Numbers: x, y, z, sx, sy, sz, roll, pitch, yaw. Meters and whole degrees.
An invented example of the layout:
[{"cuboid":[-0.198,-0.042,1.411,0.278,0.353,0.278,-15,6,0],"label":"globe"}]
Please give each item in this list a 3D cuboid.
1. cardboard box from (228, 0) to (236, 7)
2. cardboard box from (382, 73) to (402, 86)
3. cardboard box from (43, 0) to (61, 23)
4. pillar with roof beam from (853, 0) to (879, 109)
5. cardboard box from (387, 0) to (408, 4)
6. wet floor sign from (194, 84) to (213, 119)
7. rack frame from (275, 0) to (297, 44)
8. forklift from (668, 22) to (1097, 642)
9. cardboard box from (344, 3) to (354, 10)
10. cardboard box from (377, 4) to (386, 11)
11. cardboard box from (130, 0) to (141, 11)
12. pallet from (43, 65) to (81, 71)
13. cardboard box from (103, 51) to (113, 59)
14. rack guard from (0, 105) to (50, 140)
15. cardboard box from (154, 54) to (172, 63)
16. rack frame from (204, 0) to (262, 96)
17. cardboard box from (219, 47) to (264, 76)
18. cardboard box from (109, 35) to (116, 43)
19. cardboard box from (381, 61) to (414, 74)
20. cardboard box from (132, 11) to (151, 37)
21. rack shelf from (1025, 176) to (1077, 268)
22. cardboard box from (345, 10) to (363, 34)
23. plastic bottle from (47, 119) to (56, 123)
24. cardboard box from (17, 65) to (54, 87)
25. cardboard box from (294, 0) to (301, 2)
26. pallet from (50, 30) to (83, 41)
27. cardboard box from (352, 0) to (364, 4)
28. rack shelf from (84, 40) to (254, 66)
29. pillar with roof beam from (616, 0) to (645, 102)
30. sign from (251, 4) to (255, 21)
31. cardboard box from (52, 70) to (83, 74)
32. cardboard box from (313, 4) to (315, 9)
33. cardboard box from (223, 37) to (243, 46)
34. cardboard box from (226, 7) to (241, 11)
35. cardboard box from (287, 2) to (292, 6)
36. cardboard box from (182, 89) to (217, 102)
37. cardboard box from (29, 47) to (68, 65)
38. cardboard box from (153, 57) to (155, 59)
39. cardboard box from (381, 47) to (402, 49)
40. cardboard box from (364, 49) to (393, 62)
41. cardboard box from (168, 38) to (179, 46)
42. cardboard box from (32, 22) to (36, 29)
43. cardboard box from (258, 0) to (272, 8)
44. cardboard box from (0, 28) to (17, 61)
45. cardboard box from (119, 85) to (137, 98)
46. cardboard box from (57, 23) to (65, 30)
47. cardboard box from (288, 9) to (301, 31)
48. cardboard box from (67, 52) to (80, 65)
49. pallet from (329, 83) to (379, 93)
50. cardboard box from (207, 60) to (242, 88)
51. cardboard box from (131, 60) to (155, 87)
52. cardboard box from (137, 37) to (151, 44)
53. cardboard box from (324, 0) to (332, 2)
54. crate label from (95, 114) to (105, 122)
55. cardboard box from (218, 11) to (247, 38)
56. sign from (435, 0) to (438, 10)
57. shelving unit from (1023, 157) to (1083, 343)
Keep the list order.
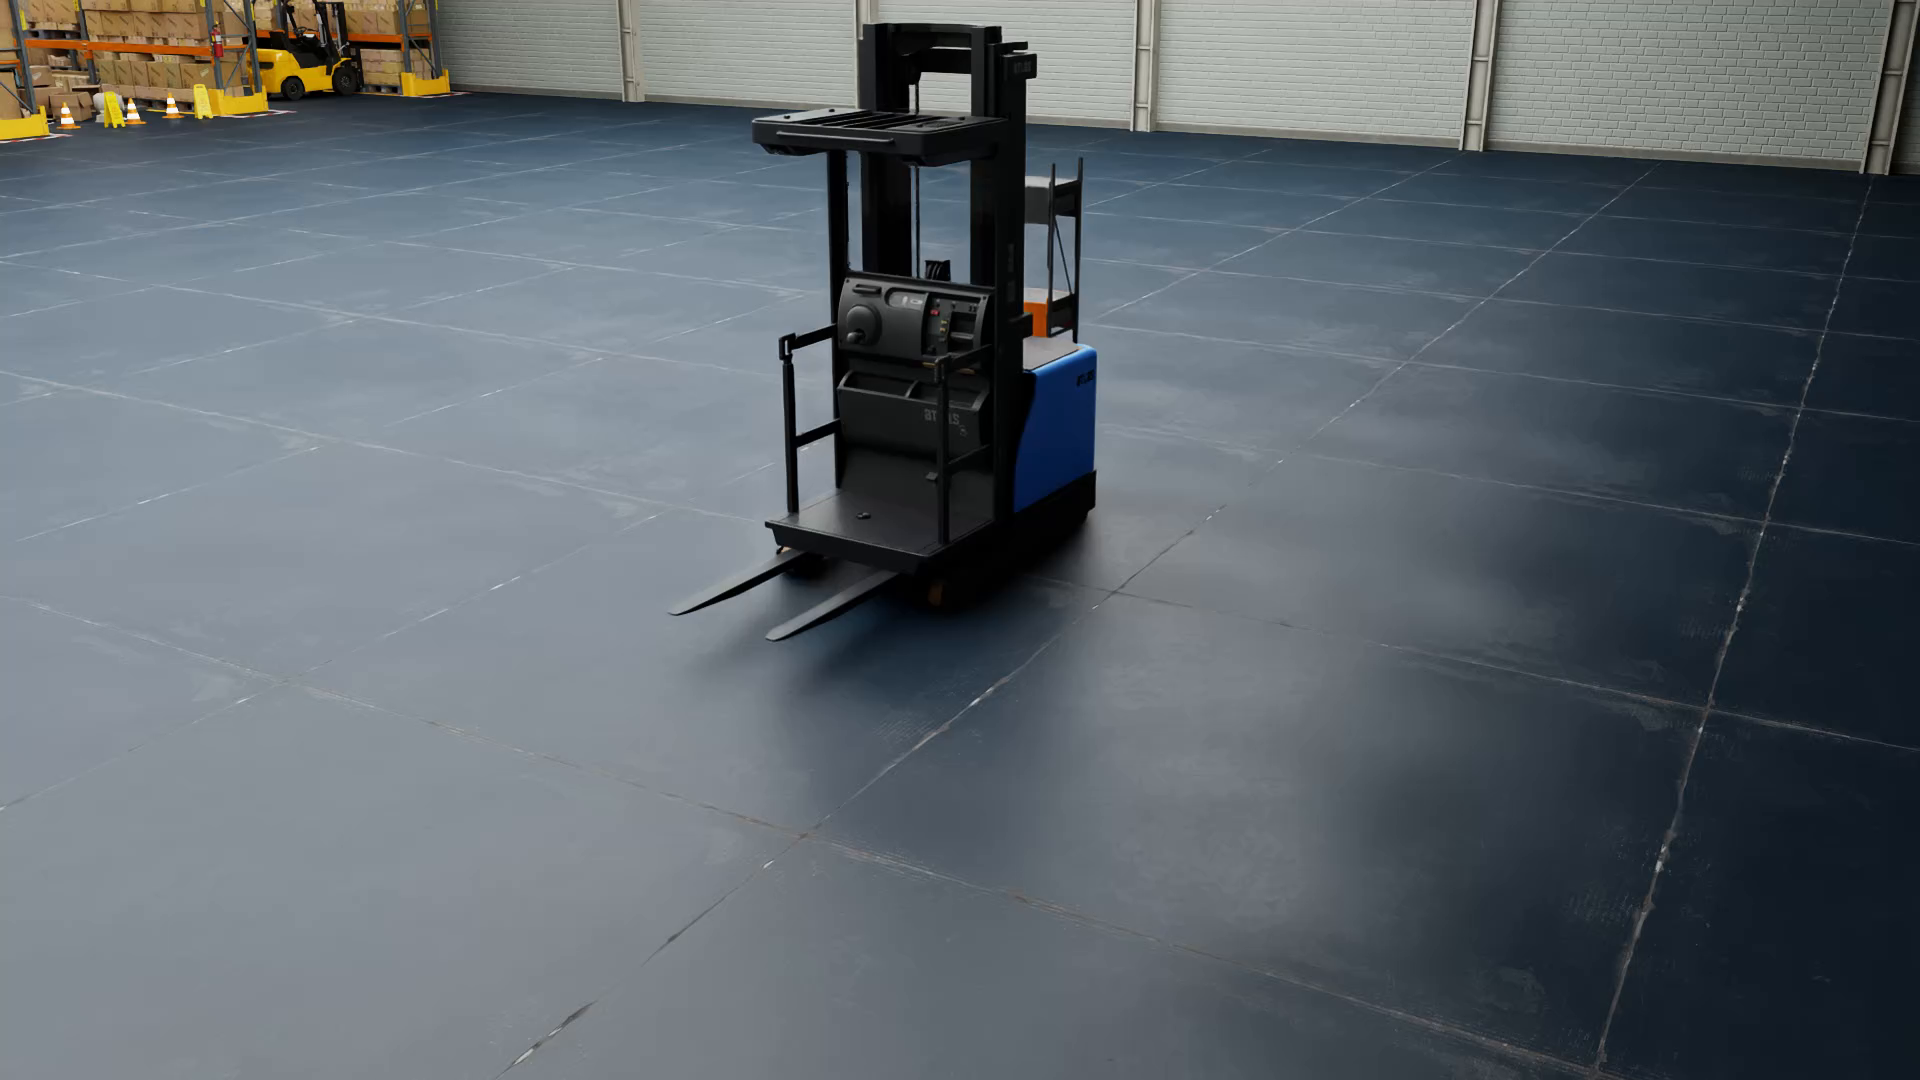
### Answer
[{"cuboid":[-17.193,-12.790,39.627,0.250,0.149,0.380,11,23,28],"label":"cardboard box"},{"cuboid":[-12.729,-10.467,37.739,0.500,0.250,0.500,11,23,28],"label":"cardboard box"},{"cuboid":[-19.023,-11.240,35.254,0.500,0.500,0.500,11,23,28],"label":"cardboard box"},{"cuboid":[-3.956,-11.505,28.387,0.400,9.000,9.100,11,23,27],"label":"pillar with roof beam"},{"cuboid":[-12.580,-12.067,37.198,0.250,0.149,0.380,11,23,27],"label":"cardboard box"},{"cuboid":[-14.938,-8.643,32.746,0.267,0.644,0.232,-16,26,-38],"label":"wet floor sign"},{"cuboid":[-15.657,-12.244,39.219,0.127,3.000,1.000,11,23,27],"label":"rack frame"},{"cuboid":[-0.369,-1.189,8.844,1.130,2.935,3.031,12,23,30],"label":"forklift"},{"cuboid":[-13.736,-12.111,37.755,0.250,0.149,0.380,11,23,28],"label":"cardboard box"},{"cuboid":[-12.842,-11.938,37.279,0.250,0.149,0.380,11,23,28],"label":"cardboard box"},{"cuboid":[-16.436,-11.042,33.857,0.500,0.500,0.700,11,22,27],"label":"cardboard box"},{"cuboid":[-23.240,-12.377,43.678,1.213,0.211,1.003,11,23,27],"label":"pallet"},{"cuboid":[-21.425,-12.279,42.366,0.500,0.500,0.500,10,22,26],"label":"cardboard box"},{"cuboid":[-16.887,-7.431,29.616,0.348,0.500,1.175,11,23,27],"label":"rack guard"},{"cuboid":[-16.209,-9.846,33.975,0.250,0.149,0.380,12,23,30],"label":"cardboard box"},{"cuboid":[-14.582,-10.100,33.310,0.127,3.000,1.000,11,23,27],"label":"rack frame"},{"cuboid":[-17.449,-11.664,40.487,0.625,0.625,0.875,10,22,25],"label":"cardboard box"},{"cuboid":[-17.463,-10.438,34.609,0.250,0.149,0.380,11,23,27],"label":"cardboard box"},{"cuboid":[-12.742,-10.706,37.664,0.500,0.250,0.500,10,22,27],"label":"cardboard box"},{"cuboid":[-16.493,-10.554,33.978,0.500,0.500,0.500,11,23,28],"label":"cardboard box"},{"cuboid":[0.432,-1.986,10.241,0.480,0.518,0.431,11,22,28],"label":"rack shelf"},{"cuboid":[-13.618,-11.803,37.858,0.500,0.500,0.500,10,22,26],"label":"cardboard box"},{"cuboid":[-17.601,-8.087,32.071,0.283,0.061,0.133,3,20,9],"label":"plastic bottle"},{"cuboid":[-18.916,-9.411,33.966,0.500,0.500,0.500,11,23,27],"label":"cardboard box"},{"cuboid":[-15.242,-12.583,38.620,0.250,0.149,0.380,11,23,28],"label":"cardboard box"},{"cuboid":[-18.670,-10.845,35.646,1.213,0.211,1.003,11,23,27],"label":"pallet"},{"cuboid":[-13.515,-12.208,37.587,0.250,0.149,0.380,11,23,29],"label":"cardboard box"},{"cuboid":[-16.328,-10.094,34.349,4.000,0.370,1.077,11,23,27],"label":"rack shelf"},{"cuboid":[-9.194,-12.503,31.137,0.400,9.000,9.100,11,23,27],"label":"pillar with roof beam"},{"cuboid":[-14.318,-10.669,33.608,0.005,0.325,0.100,11,23,27],"label":"sign"},{"cuboid":[-19.770,-10.047,36.403,0.625,0.372,0.950,12,23,29],"label":"cardboard box"},{"cuboid":[-14.631,-12.279,38.220,0.250,0.149,0.380,11,22,27],"label":"cardboard box"},{"cuboid":[-14.778,-10.100,33.678,0.250,0.149,0.380,11,23,28],"label":"cardboard box"},{"cuboid":[-17.106,-12.584,39.644,0.500,0.250,0.500,11,23,28],"label":"cardboard box"},{"cuboid":[-15.507,-12.464,38.729,0.250,0.149,0.380,10,22,26],"label":"cardboard box"},{"cuboid":[-15.440,-9.063,33.868,0.500,0.250,0.500,11,23,27],"label":"cardboard box"},{"cuboid":[-24.012,-12.805,43.817,0.500,0.500,0.700,10,22,25],"label":"cardboard box"},{"cuboid":[-16.982,-9.920,35.130,0.500,0.500,0.500,11,23,28],"label":"cardboard box"},{"cuboid":[-12.930,-11.171,38.214,0.500,0.250,0.500,11,23,27],"label":"cardboard box"},{"cuboid":[-13.167,-11.020,37.796,0.500,0.250,0.500,11,23,28],"label":"cardboard box"},{"cuboid":[-15.741,-10.072,33.602,0.250,0.149,0.380,11,23,28],"label":"cardboard box"},{"cuboid":[-19.721,-11.096,35.809,0.250,0.149,0.380,10,22,25],"label":"cardboard box"},{"cuboid":[-16.297,-12.624,39.169,0.250,0.149,0.380,10,22,27],"label":"cardboard box"},{"cuboid":[-17.254,-8.728,29.308,0.550,0.550,0.875,11,23,27],"label":"cardboard box"},{"cuboid":[-17.219,-9.406,34.813,0.500,0.250,0.500,12,23,30],"label":"cardboard box"},{"cuboid":[-18.880,-10.897,35.260,0.250,0.149,0.380,10,22,26],"label":"cardboard box"},{"cuboid":[-15.397,-12.139,38.784,0.500,0.500,0.500,10,22,26],"label":"cardboard box"},{"cuboid":[-23.102,-12.688,43.770,0.500,0.311,0.500,12,23,29],"label":"cardboard box"},{"cuboid":[-13.914,-10.585,38.737,1.213,0.211,1.003,11,23,27],"label":"pallet"},{"cuboid":[-15.172,-9.578,34.186,0.500,0.500,0.500,10,22,26],"label":"cardboard box"},{"cuboid":[-16.766,-9.672,34.446,0.500,0.500,0.500,12,23,30],"label":"cardboard box"},{"cuboid":[-16.610,-10.250,34.092,0.250,0.149,0.380,11,23,27],"label":"cardboard box"},{"cuboid":[-14.360,-12.403,38.125,0.250,0.149,0.380,11,23,27],"label":"cardboard box"},{"cuboid":[-16.548,-8.167,32.179,0.298,0.136,0.250,0,20,-1],"label":"crate label"},{"cuboid":[-14.860,-10.448,33.687,0.500,0.500,0.500,10,22,26],"label":"cardboard box"},{"cuboid":[-11.889,-12.187,37.677,0.005,0.325,0.100,11,23,27],"label":"sign"},{"cuboid":[0.429,-1.339,10.471,0.503,2.100,0.431,11,22,28],"label":"shelving unit"}]
